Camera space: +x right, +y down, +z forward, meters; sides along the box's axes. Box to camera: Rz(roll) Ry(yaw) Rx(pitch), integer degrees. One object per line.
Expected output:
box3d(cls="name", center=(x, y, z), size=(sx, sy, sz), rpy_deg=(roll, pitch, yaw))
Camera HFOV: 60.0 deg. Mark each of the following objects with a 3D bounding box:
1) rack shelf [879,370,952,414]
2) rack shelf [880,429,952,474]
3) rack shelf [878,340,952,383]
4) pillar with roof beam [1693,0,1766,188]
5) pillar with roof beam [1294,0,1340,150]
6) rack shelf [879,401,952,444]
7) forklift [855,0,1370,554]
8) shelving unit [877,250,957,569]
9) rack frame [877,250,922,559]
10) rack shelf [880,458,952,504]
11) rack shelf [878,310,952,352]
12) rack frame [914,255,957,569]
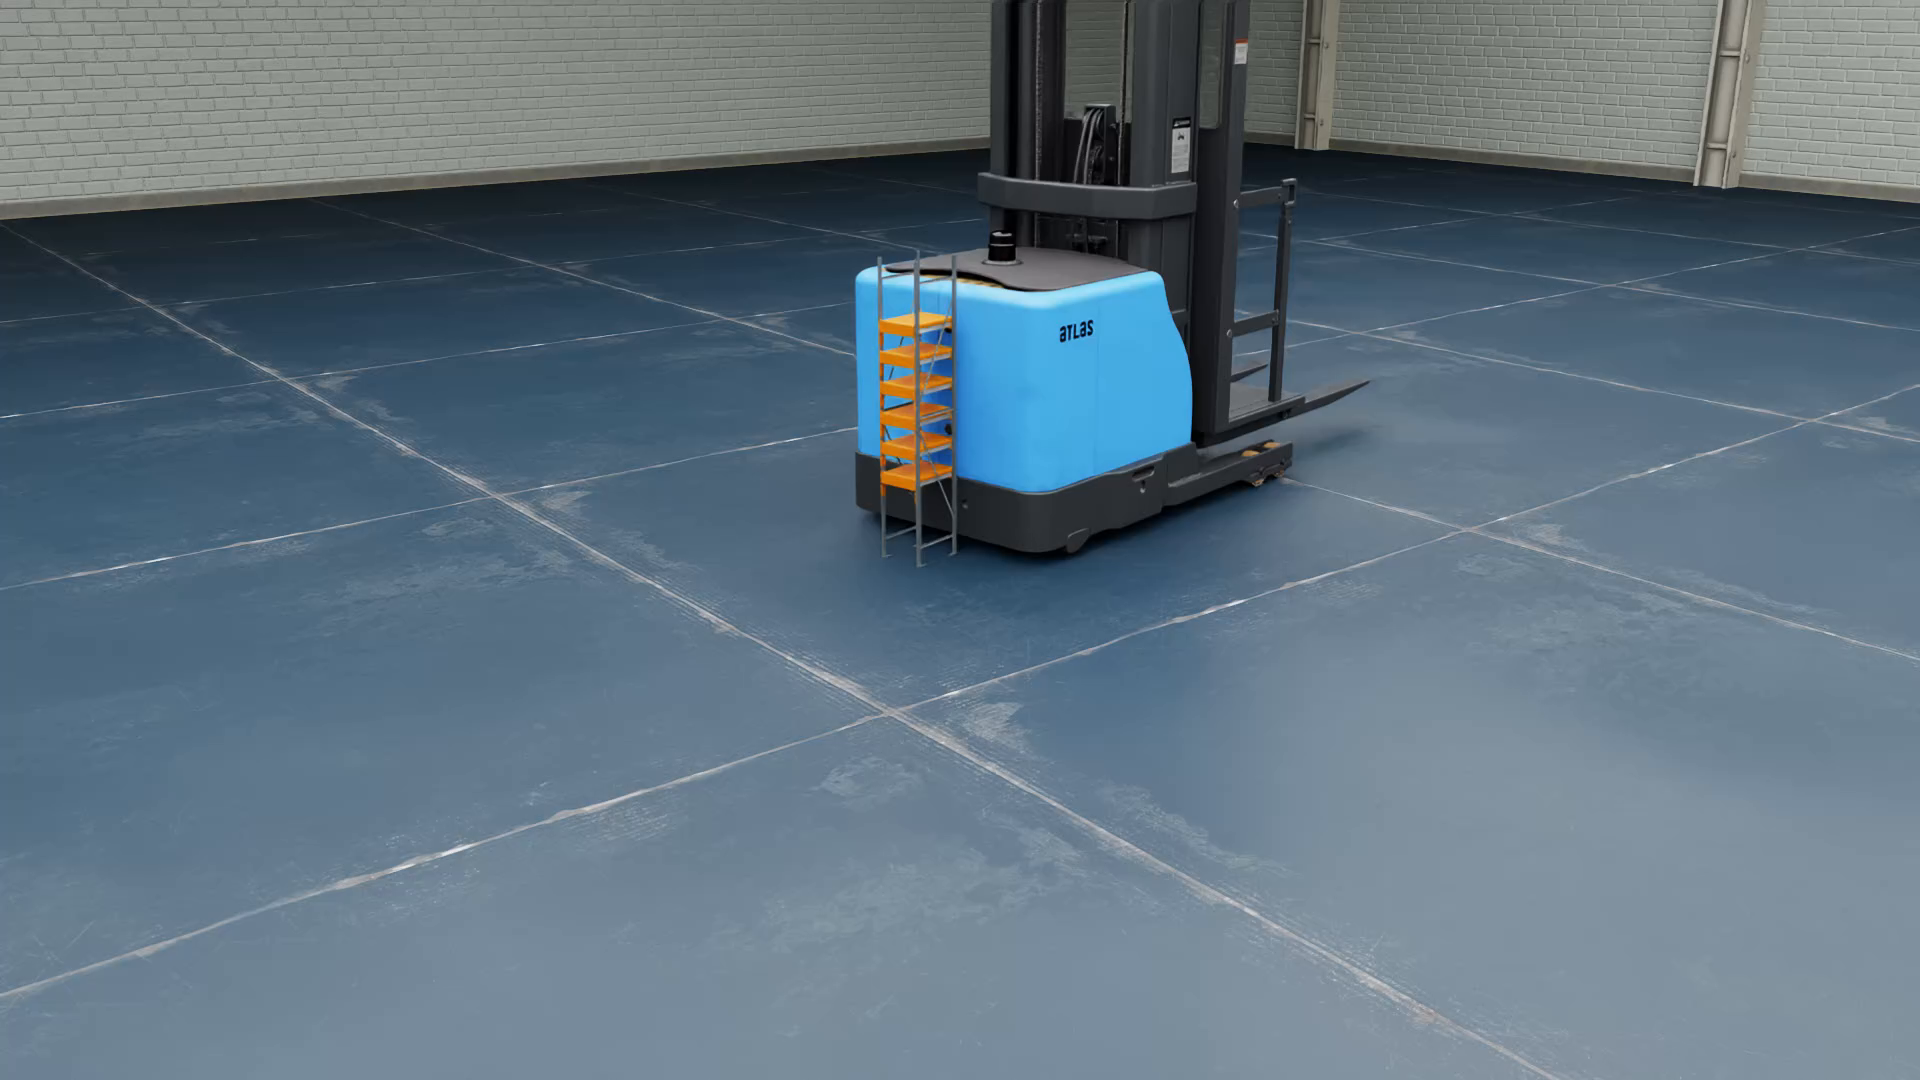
box3d(cls="rack shelf", center=(-0.162, -0.577, 6.455), size=(0.180, 0.103, 0.258), rpy_deg=(15, 23, 37))
box3d(cls="rack shelf", center=(-0.162, -0.349, 6.530), size=(0.180, 0.103, 0.258), rpy_deg=(15, 23, 37))
box3d(cls="rack shelf", center=(-0.162, -0.691, 6.417), size=(0.180, 0.103, 0.258), rpy_deg=(15, 23, 37))
box3d(cls="pillar with roof beam", center=(5.365, -7.525, 15.272), size=(9.100, 9.000, 0.400), rpy_deg=(-14, 23, -36))
box3d(cls="pillar with roof beam", center=(1.640, -9.003, 19.737), size=(9.100, 9.000, 0.400), rpy_deg=(-14, 23, -36))
box3d(cls="rack shelf", center=(-0.162, -0.463, 6.493), size=(0.180, 0.103, 0.258), rpy_deg=(15, 23, 37))
box3d(cls="forklift", center=(0.901, -1.727, 7.416), size=(1.130, 2.935, 3.031), rpy_deg=(15, 24, 38))
box3d(cls="shelving unit", center=(-0.162, -0.505, 6.479), size=(0.189, 1.200, 0.258), rpy_deg=(15, 23, 37))
box3d(cls="rack frame", center=(-0.233, -0.523, 6.534), size=(0.006, 1.200, 0.240), rpy_deg=(15, 23, 37))
box3d(cls="rack shelf", center=(-0.162, -0.235, 6.568), size=(0.180, 0.103, 0.258), rpy_deg=(15, 23, 37))
box3d(cls="rack shelf", center=(-0.162, -0.804, 6.379), size=(0.180, 0.103, 0.258), rpy_deg=(15, 23, 37))
box3d(cls="rack frame", center=(-0.092, -0.487, 6.423), size=(0.006, 1.200, 0.240), rpy_deg=(15, 23, 37))
